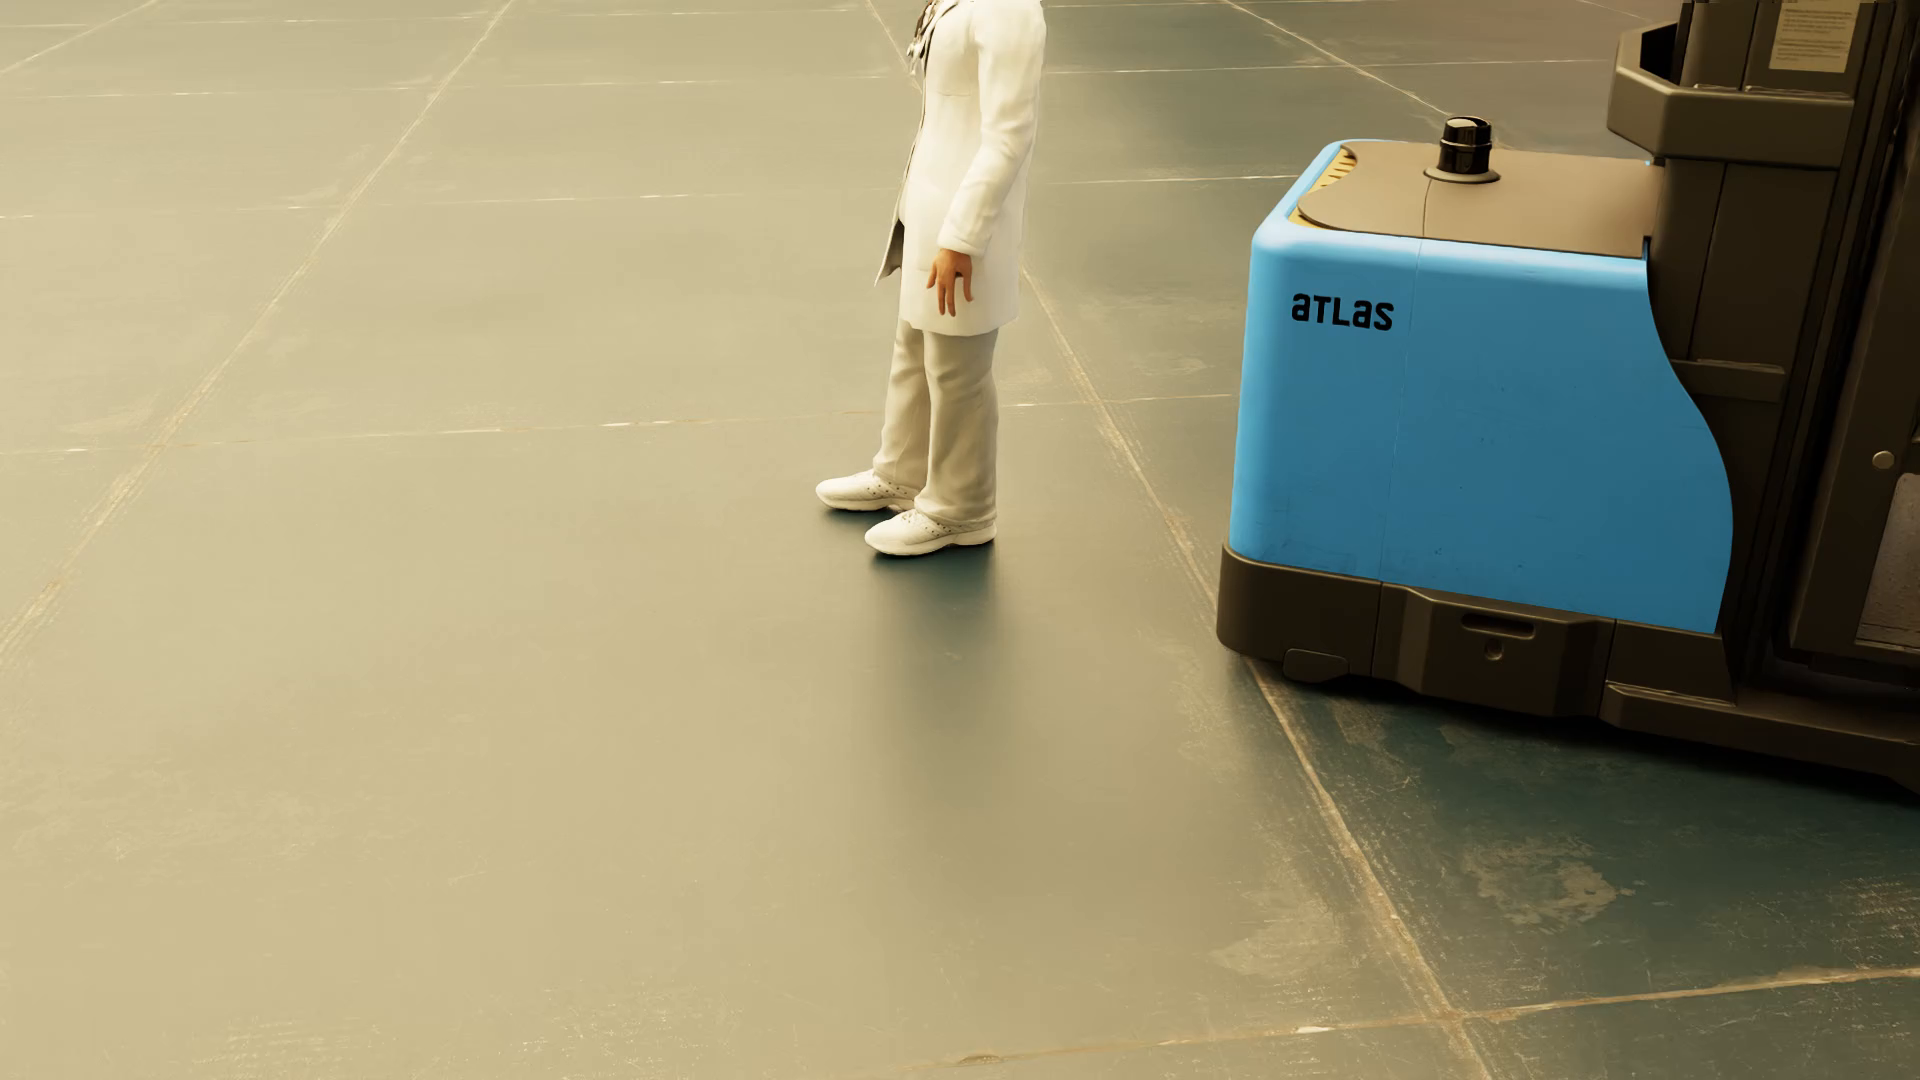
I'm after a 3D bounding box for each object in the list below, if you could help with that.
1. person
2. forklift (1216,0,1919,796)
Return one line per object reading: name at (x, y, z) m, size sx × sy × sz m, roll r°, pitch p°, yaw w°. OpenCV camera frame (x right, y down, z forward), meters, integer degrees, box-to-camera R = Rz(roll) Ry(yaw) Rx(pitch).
person at (-0.093, -0.794, 4.197) m, size 0.577 × 1.776 × 0.696 m, roll -3°, pitch 26°, yaw -6°
forklift at (2.183, -0.979, 3.262) m, size 3.031 × 2.935 × 1.130 m, roll 9°, pitch 27°, yaw 19°
